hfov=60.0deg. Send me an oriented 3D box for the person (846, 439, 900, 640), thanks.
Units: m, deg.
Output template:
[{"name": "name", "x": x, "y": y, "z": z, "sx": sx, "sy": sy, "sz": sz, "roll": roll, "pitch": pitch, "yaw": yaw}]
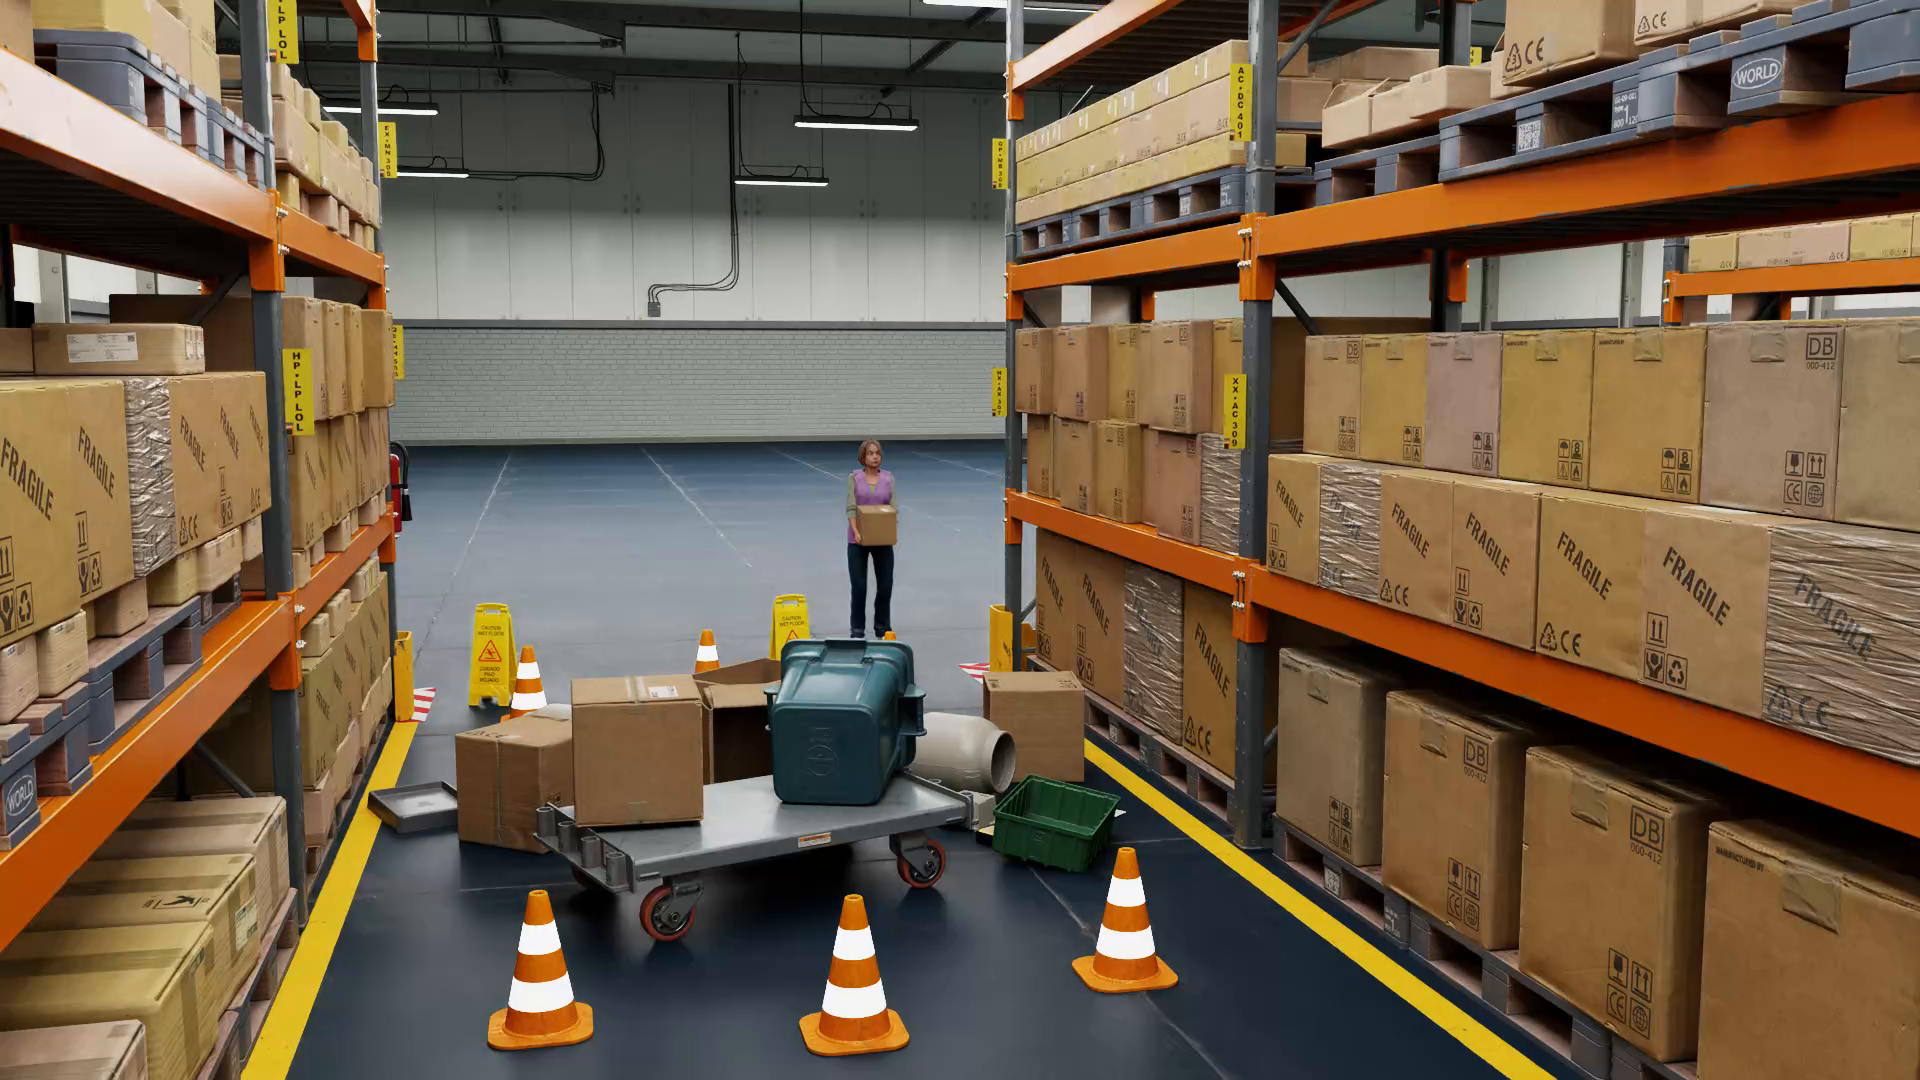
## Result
[{"name": "person", "x": -0.652, "y": 0.046, "z": 12.483, "sx": 0.405, "sy": 1.589, "sz": 0.497, "roll": -1, "pitch": 7, "yaw": -13}]
